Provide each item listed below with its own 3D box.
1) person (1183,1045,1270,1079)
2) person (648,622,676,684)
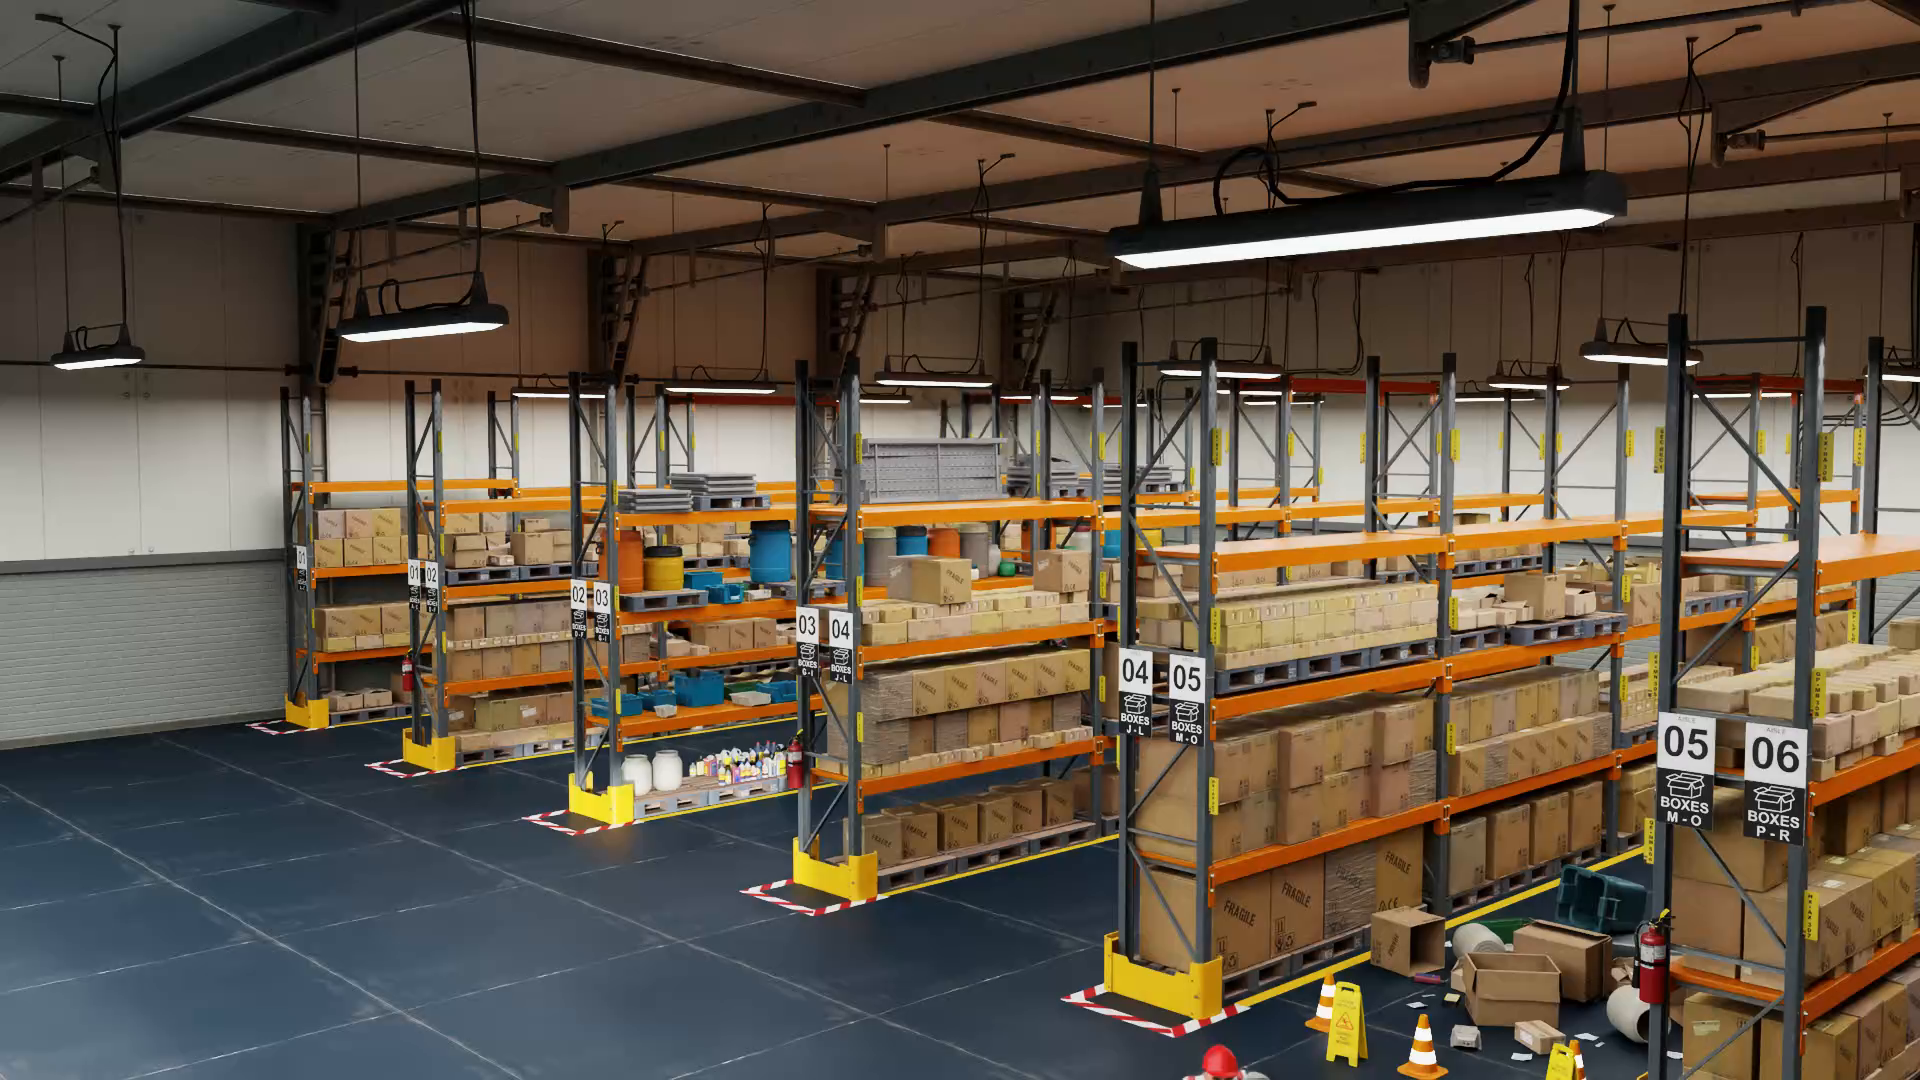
[{"bbox_3d":[1.499,3.707,9.828,0.703,1.731,1.060,0,4,0],"label":"person"},{"bbox_3d":[-5.532,2.322,30.730,0.825,1.823,0.631,-3,5,-42],"label":"person"}]
